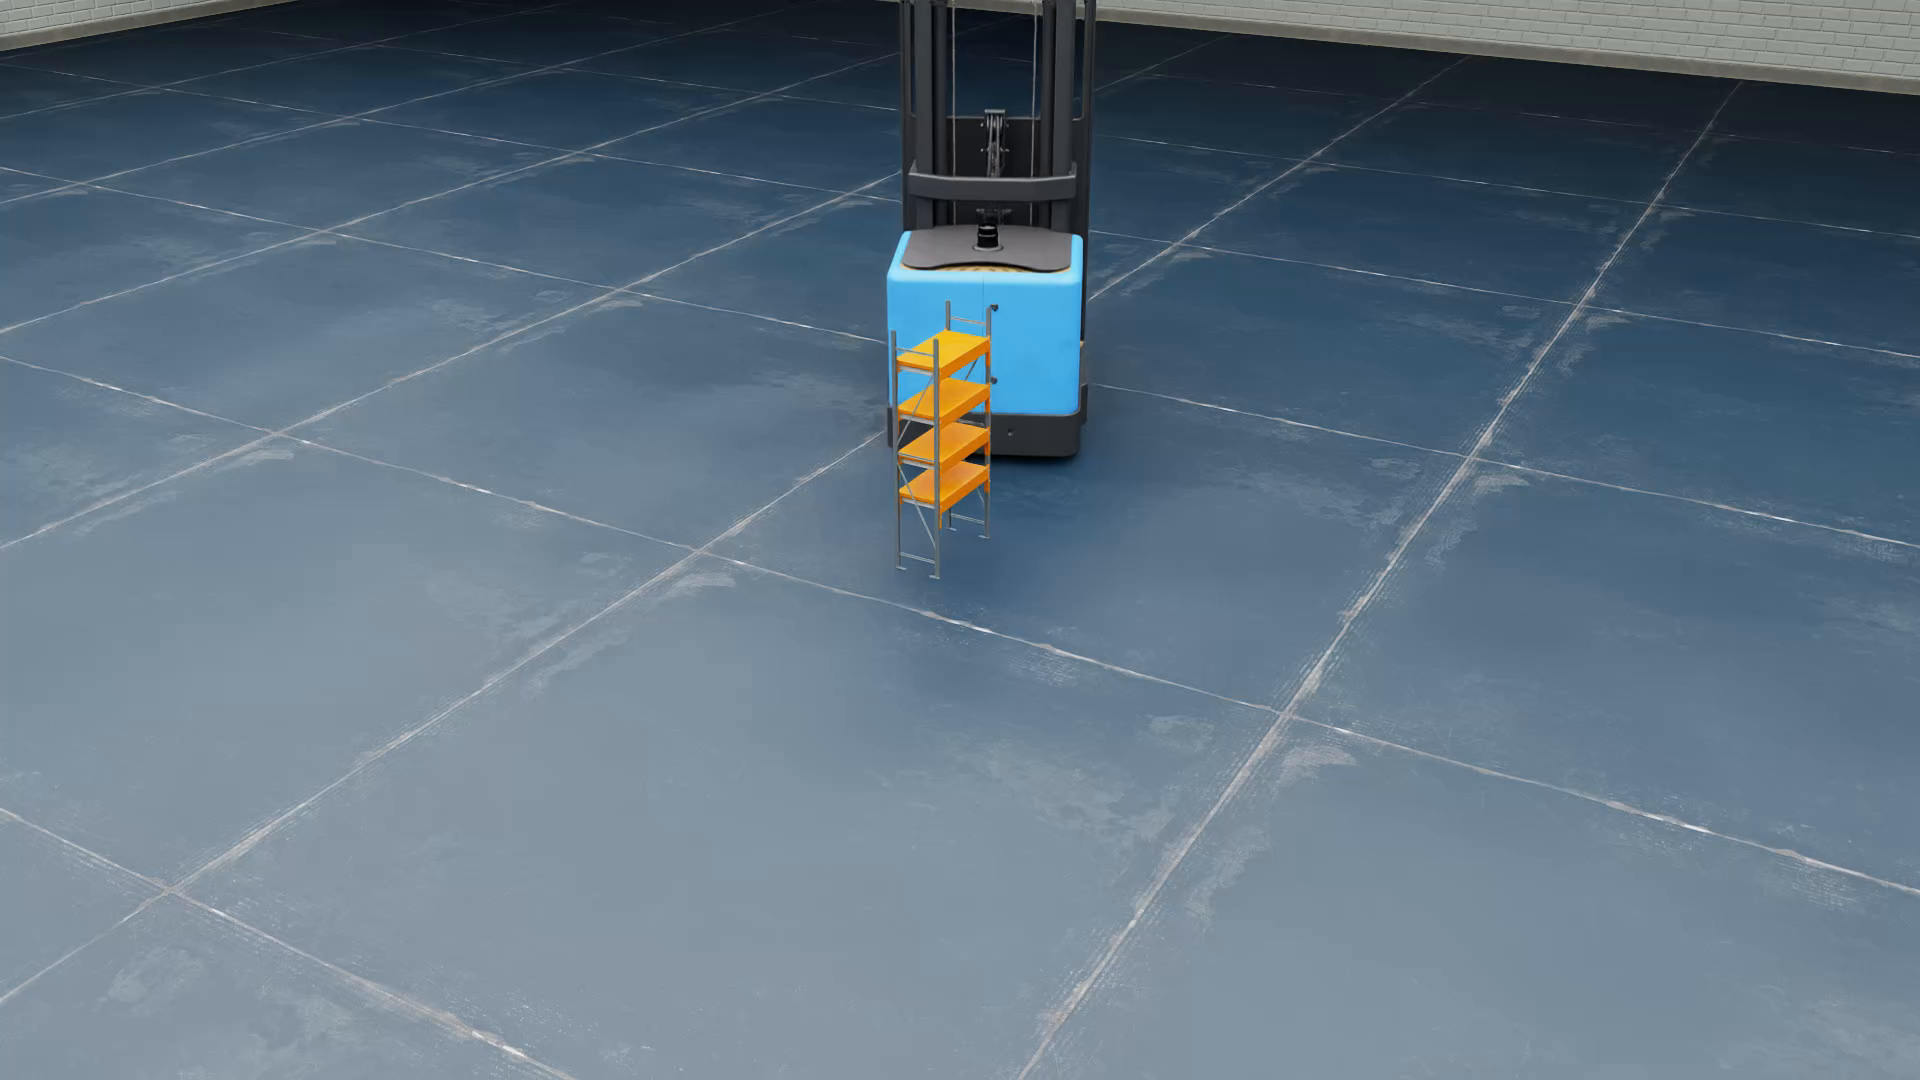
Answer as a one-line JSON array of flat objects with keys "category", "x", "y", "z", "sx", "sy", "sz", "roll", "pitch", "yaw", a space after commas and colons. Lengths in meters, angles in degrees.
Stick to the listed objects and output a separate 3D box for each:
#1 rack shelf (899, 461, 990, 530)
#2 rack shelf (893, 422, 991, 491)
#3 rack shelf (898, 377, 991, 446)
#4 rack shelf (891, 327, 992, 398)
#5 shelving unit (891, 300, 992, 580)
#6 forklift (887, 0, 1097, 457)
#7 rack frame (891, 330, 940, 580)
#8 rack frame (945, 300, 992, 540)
[{"category": "rack shelf", "x": -0.081, "y": -0.234, "z": 7.972, "sx": 0.258, "sy": 0.148, "sz": 0.480, "roll": 14, "pitch": 30, "yaw": 26}, {"category": "rack shelf", "x": -0.081, "y": -0.412, "z": 7.883, "sx": 0.258, "sy": 0.148, "sz": 0.480, "roll": 14, "pitch": 30, "yaw": 26}, {"category": "rack shelf", "x": -0.081, "y": -0.612, "z": 7.783, "sx": 0.258, "sy": 0.148, "sz": 0.480, "roll": 14, "pitch": 30, "yaw": 26}, {"category": "rack shelf", "x": -0.081, "y": -0.823, "z": 7.677, "sx": 0.258, "sy": 0.148, "sz": 0.480, "roll": 14, "pitch": 30, "yaw": 26}, {"category": "shelving unit", "x": -0.081, "y": -0.472, "z": 7.853, "sx": 0.258, "sy": 1.200, "sz": 0.503, "roll": 14, "pitch": 30, "yaw": 26}, {"category": "forklift", "x": 0.228, "y": -2.386, "z": 9.743, "sx": 1.130, "sy": 2.935, "sz": 3.031, "roll": 2, "pitch": 27, "yaw": 4}, {"category": "rack frame", "x": -0.201, "y": -0.377, "z": 7.663, "sx": 0.240, "sy": 1.200, "sz": 0.015, "roll": 14, "pitch": 30, "yaw": 26}, {"category": "rack frame", "x": 0.039, "y": -0.567, "z": 8.043, "sx": 0.240, "sy": 1.200, "sz": 0.015, "roll": 14, "pitch": 30, "yaw": 26}]
